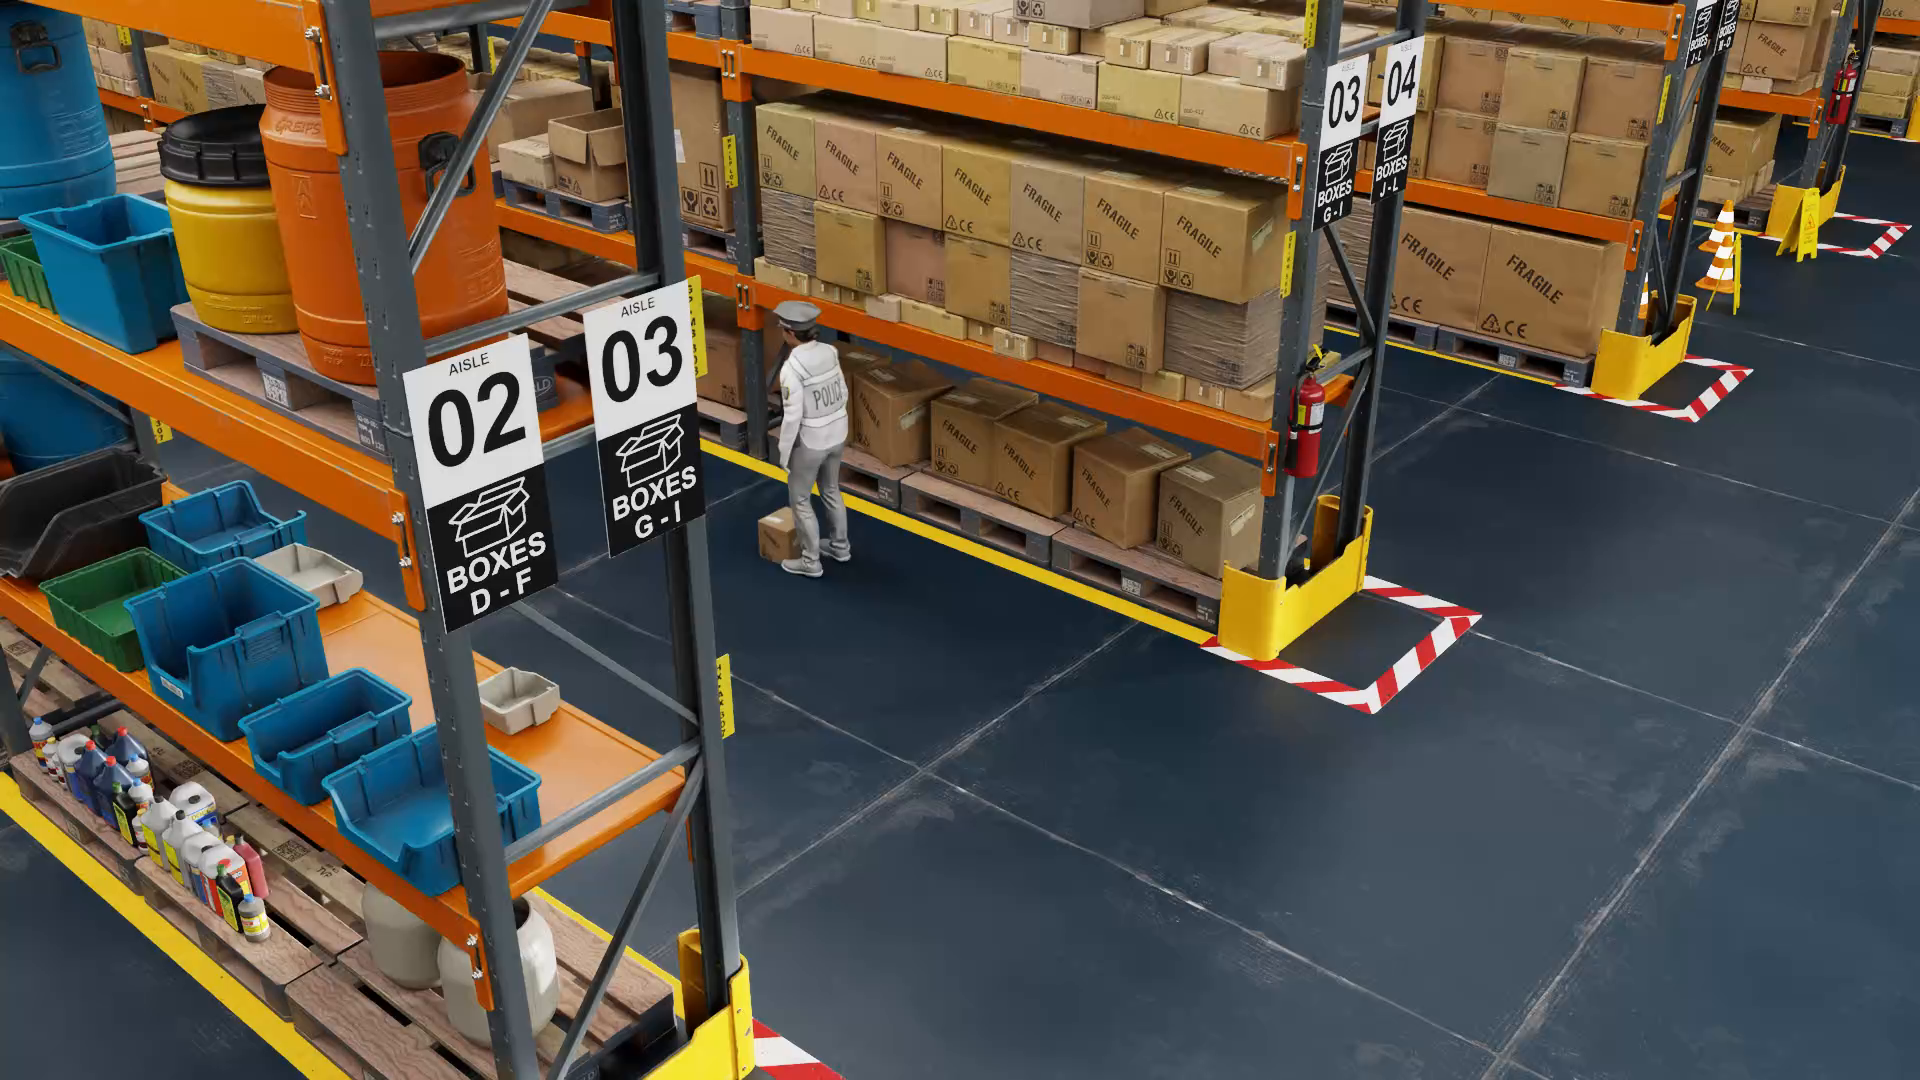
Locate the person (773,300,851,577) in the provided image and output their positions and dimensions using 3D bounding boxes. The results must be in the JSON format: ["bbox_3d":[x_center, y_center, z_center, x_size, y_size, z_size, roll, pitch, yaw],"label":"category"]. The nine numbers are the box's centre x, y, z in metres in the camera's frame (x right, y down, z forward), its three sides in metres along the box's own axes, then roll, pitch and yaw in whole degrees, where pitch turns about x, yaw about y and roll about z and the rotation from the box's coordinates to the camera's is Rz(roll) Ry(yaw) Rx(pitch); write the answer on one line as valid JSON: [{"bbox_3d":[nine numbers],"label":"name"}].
[{"bbox_3d":[-0.862,-0.575,9.720,0.371,1.663,0.522,19,33,33],"label":"person"}]
